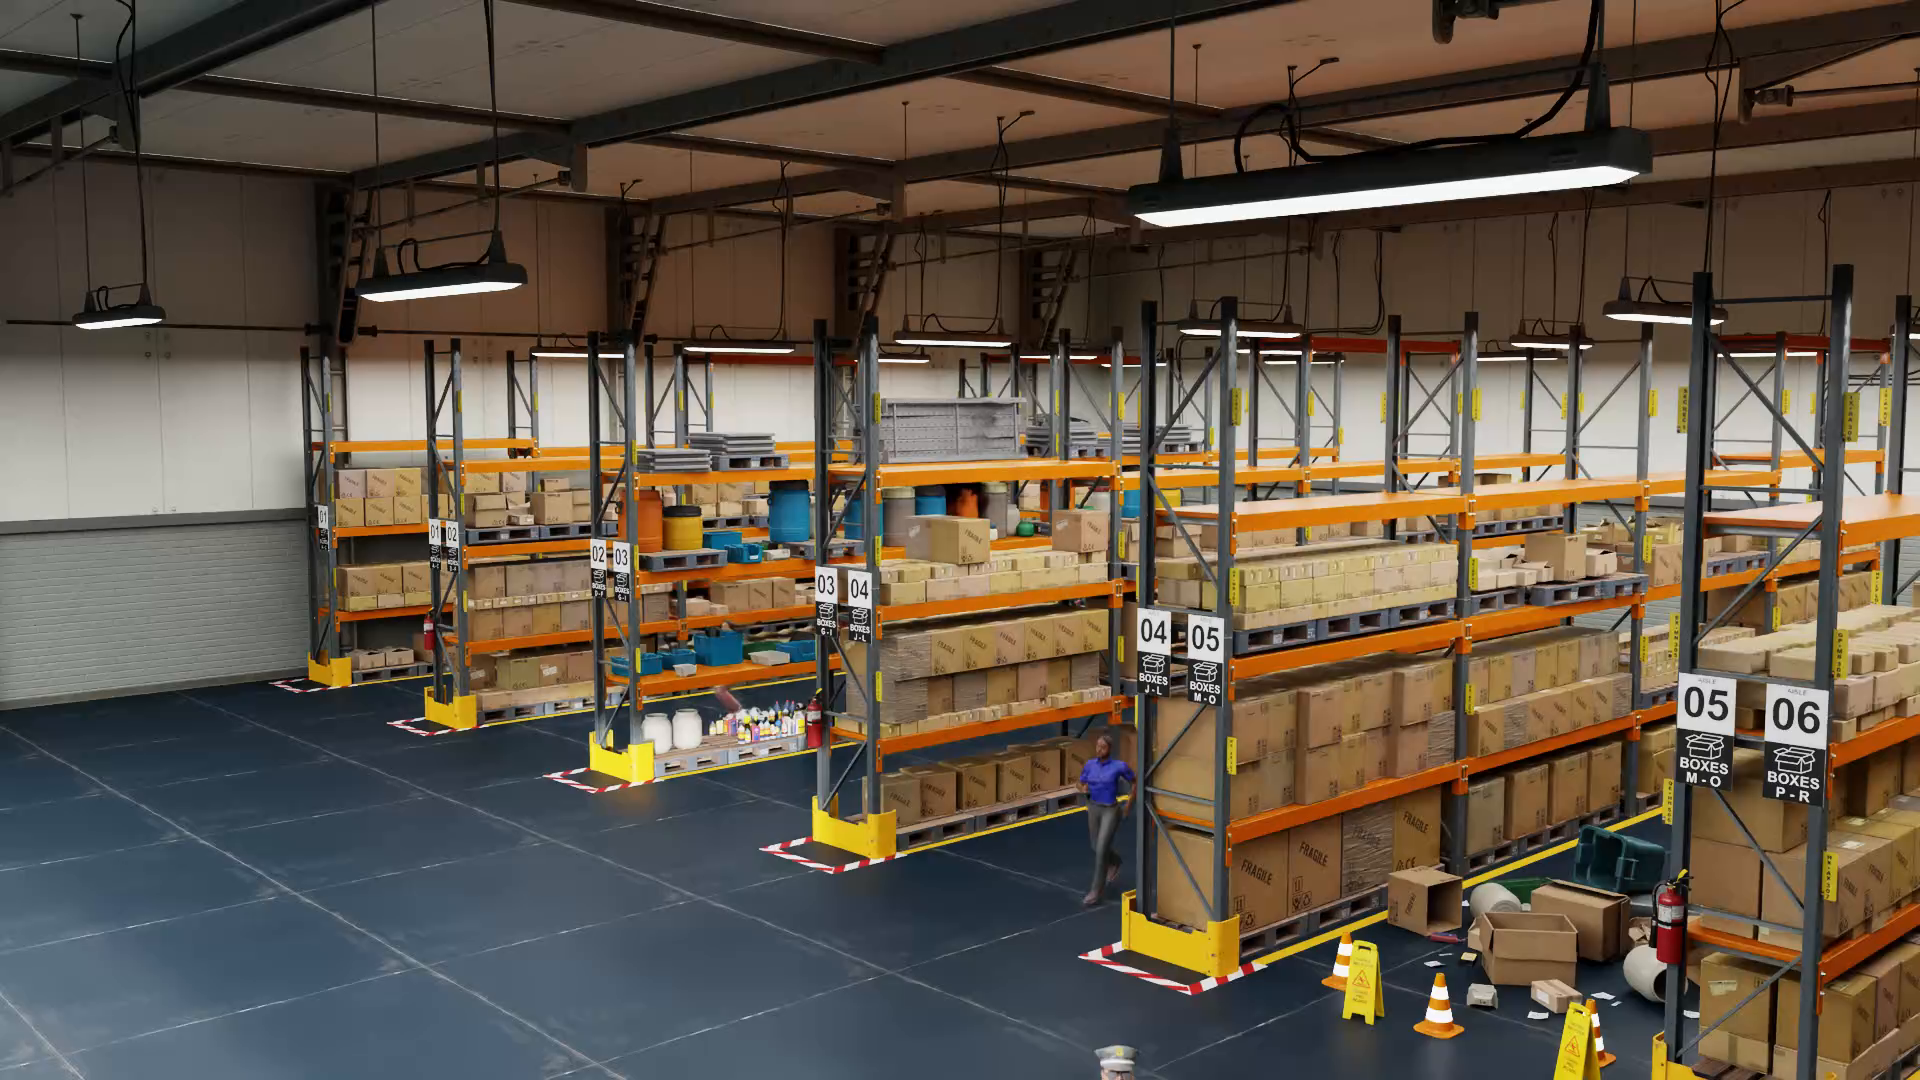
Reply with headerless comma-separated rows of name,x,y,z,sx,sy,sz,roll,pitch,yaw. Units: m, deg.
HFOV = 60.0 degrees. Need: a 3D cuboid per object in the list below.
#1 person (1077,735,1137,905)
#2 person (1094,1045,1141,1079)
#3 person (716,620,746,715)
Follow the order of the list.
person,1.502,2.827,17.120,0.609,1.667,0.863,3,6,33
person,0.851,3.495,8.772,0.716,1.705,0.578,0,5,1
person,-3.640,2.058,25.924,0.559,1.634,0.594,4,6,38
